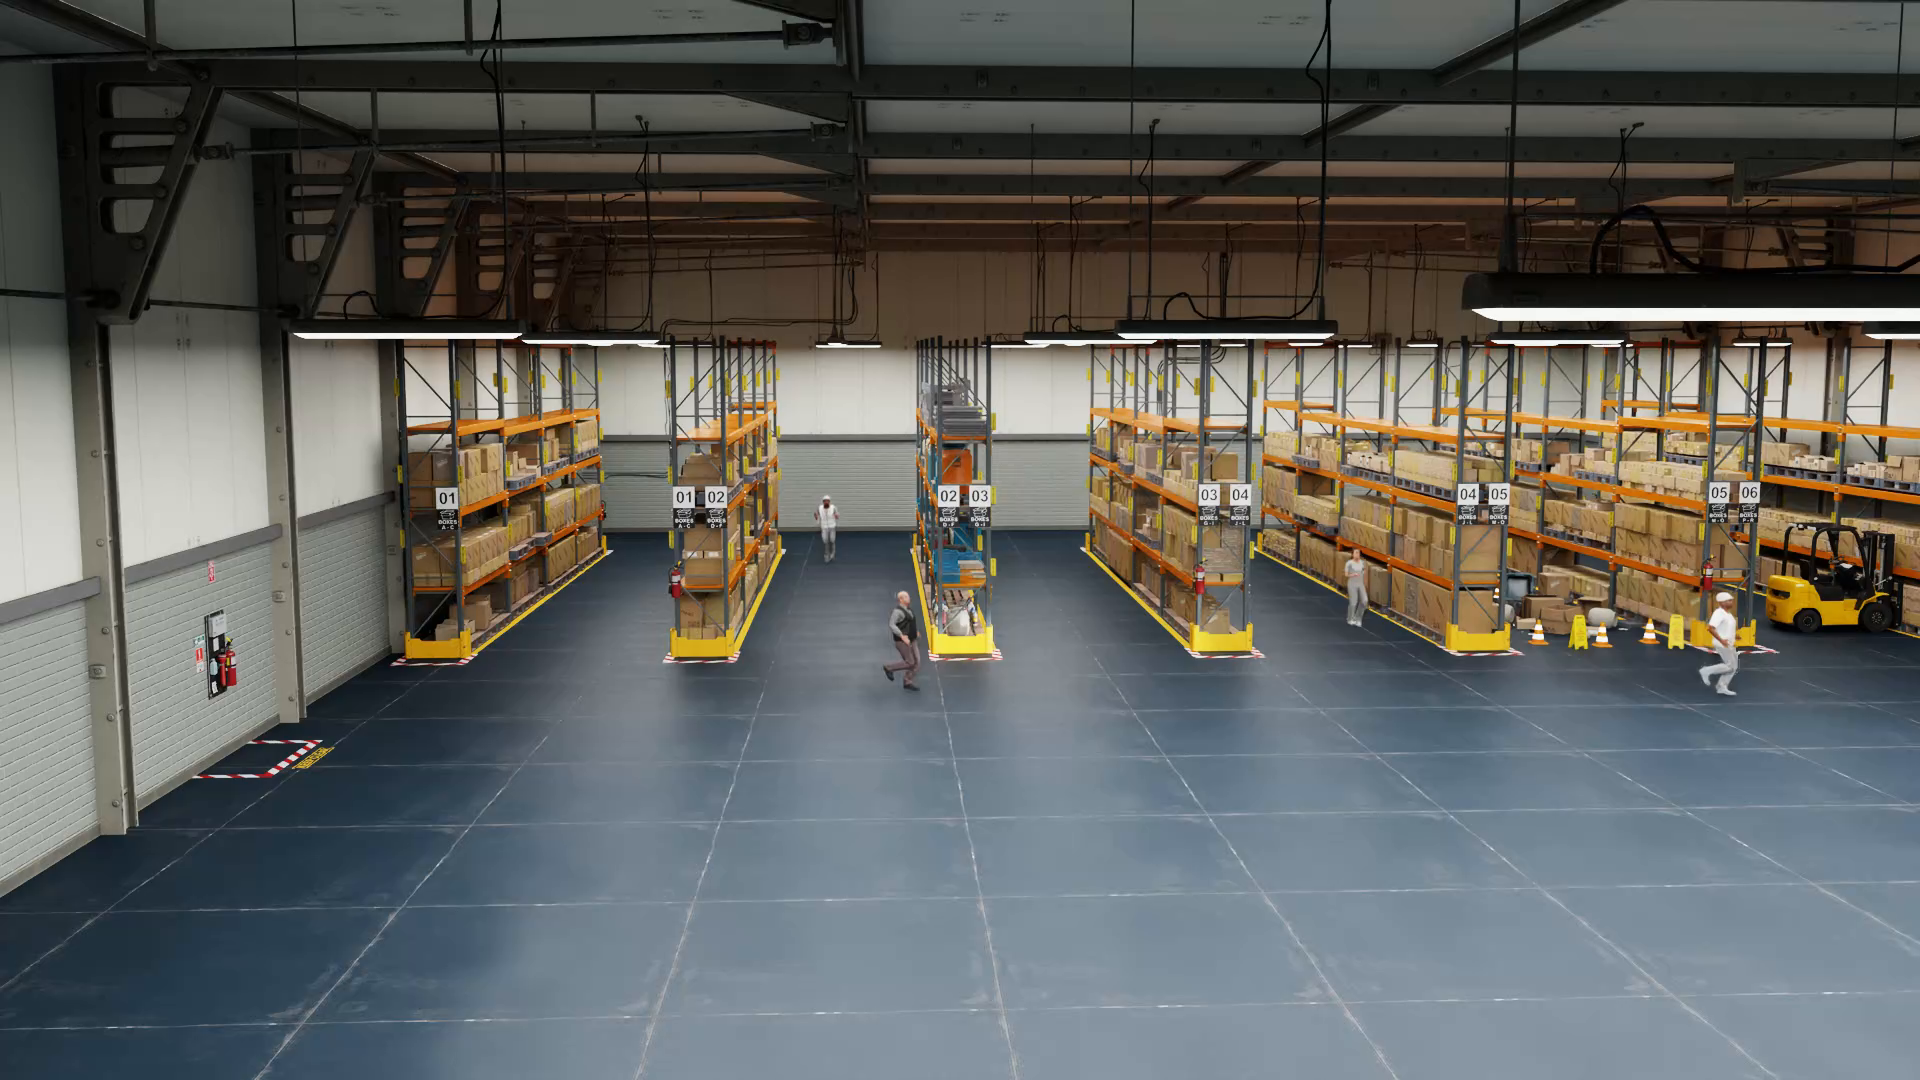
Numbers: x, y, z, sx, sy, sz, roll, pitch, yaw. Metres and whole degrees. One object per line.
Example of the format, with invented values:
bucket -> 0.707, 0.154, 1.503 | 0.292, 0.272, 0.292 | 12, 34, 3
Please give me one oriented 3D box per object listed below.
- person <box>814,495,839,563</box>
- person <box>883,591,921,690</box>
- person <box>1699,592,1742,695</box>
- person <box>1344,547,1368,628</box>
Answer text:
person -> -3.619, -0.295, 45.313 | 0.673, 1.849, 0.732 | -1, 7, -9
person -> -0.971, 1.704, 28.200 | 0.636, 1.685, 0.668 | 3, 7, 25
person -> 12.709, 1.723, 27.773 | 0.589, 1.721, 0.702 | 5, 8, 37
person -> 8.231, 0.989, 34.471 | 0.546, 1.678, 0.641 | -1, 7, -9
